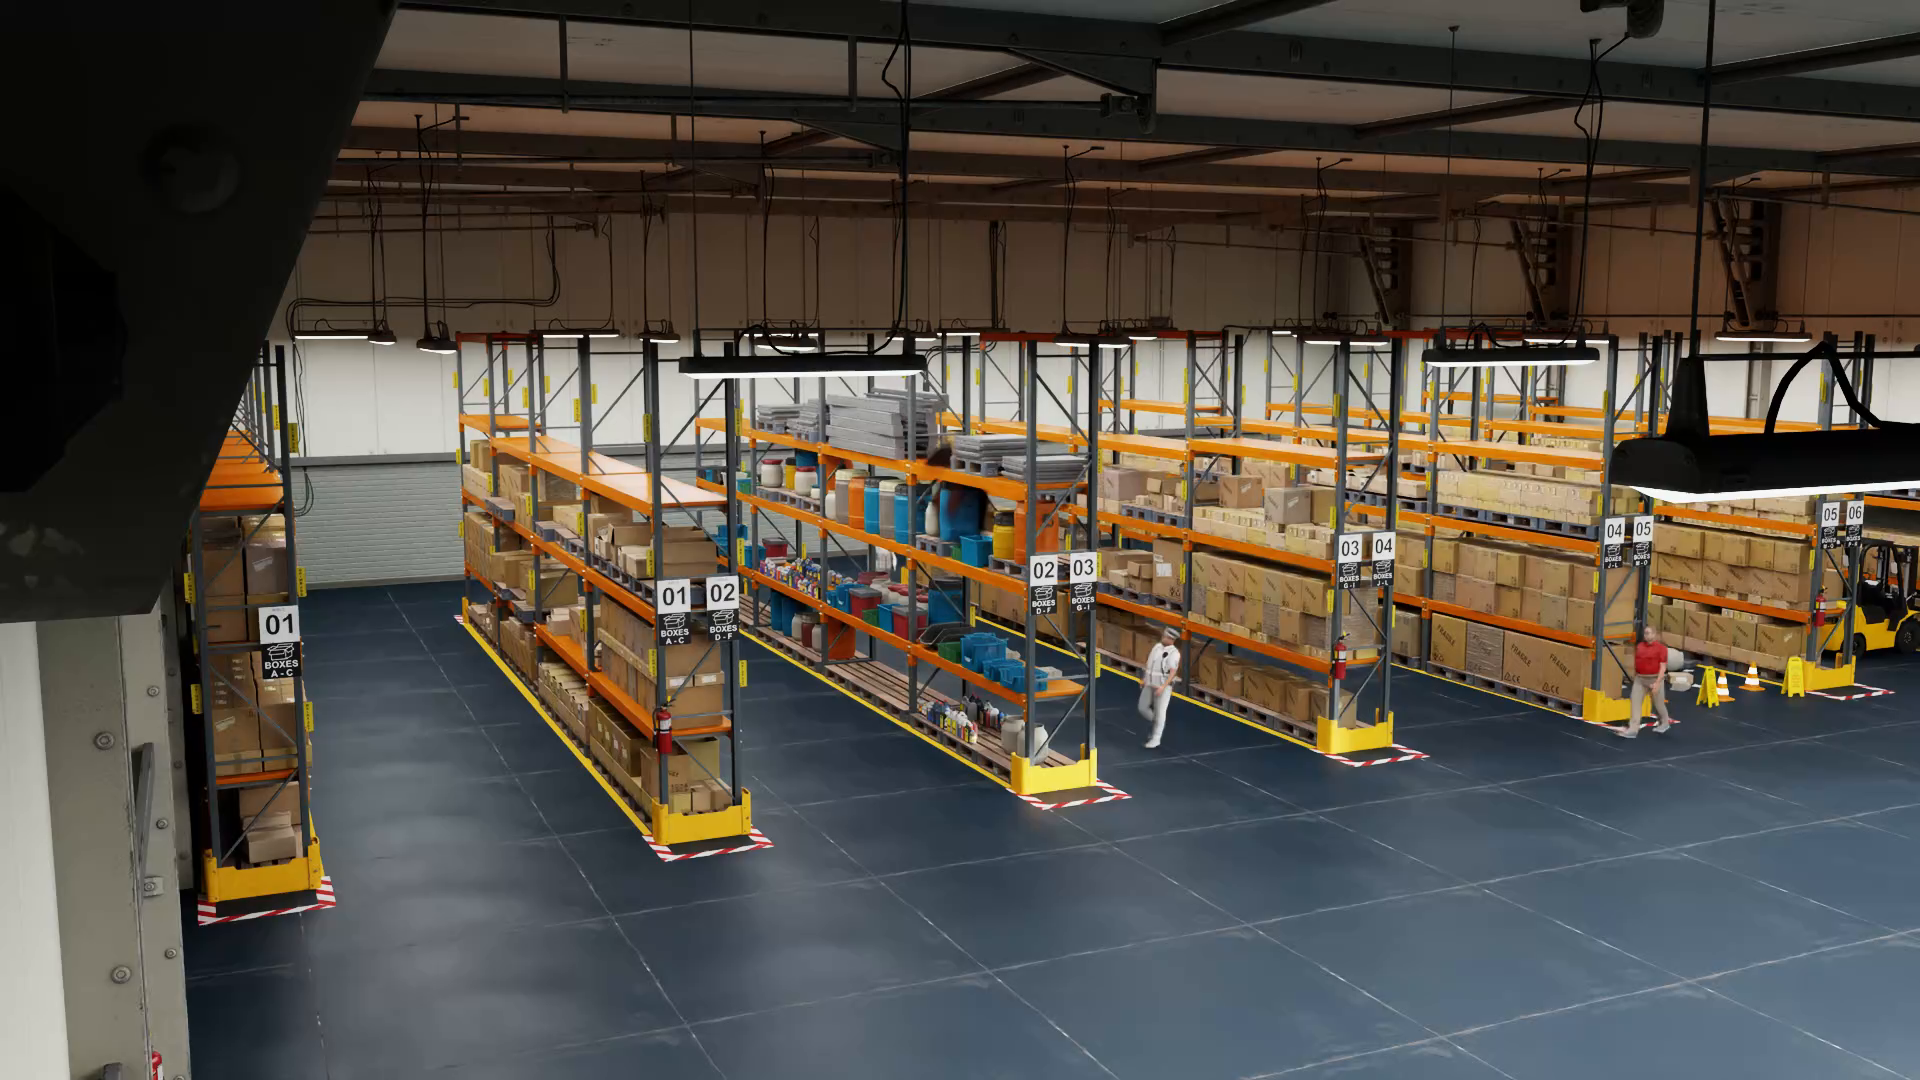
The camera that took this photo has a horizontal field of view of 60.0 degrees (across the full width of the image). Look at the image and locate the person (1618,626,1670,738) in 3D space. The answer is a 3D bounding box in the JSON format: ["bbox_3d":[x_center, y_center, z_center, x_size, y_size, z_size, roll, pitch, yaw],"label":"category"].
[{"bbox_3d":[10.335,2.132,25.015,0.973,1.684,0.535,-7,10,-42],"label":"person"}]

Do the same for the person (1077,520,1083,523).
[{"bbox_3d":[2.787,0.325,38.376,0.568,1.609,1.028,-3,8,-23],"label":"person"}]

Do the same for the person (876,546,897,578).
[{"bbox_3d":[-1.645,0.654,36.236,0.546,1.695,0.897,-3,8,-23],"label":"person"}]

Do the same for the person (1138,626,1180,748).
[{"bbox_3d":[2.896,2.151,24.552,0.633,1.755,0.668,6,10,39],"label":"person"}]
